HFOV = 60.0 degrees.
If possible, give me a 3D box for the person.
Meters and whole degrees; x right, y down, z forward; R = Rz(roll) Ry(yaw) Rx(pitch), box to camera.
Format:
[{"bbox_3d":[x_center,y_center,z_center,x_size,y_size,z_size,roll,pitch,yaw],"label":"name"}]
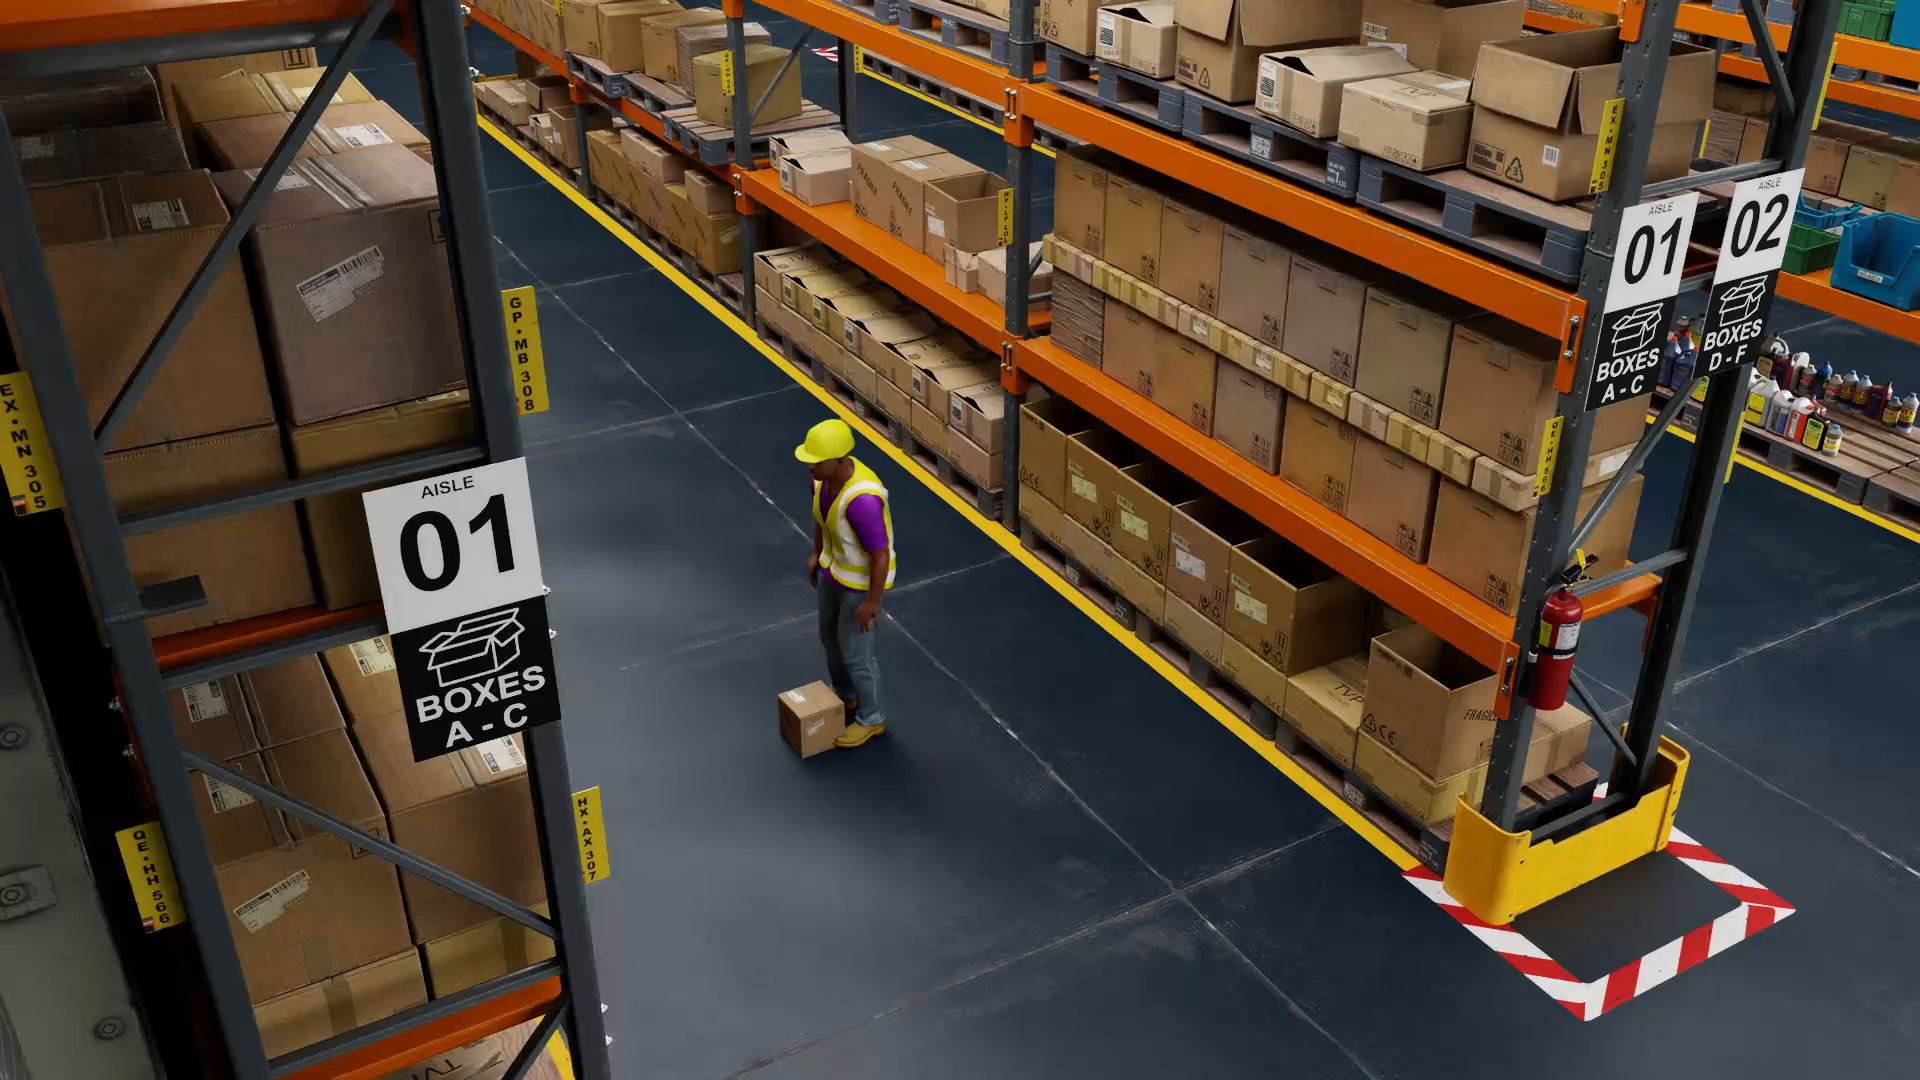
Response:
[{"bbox_3d":[-0.570,0.191,8.199,0.463,1.760,0.628,-16,33,-27],"label":"person"}]
